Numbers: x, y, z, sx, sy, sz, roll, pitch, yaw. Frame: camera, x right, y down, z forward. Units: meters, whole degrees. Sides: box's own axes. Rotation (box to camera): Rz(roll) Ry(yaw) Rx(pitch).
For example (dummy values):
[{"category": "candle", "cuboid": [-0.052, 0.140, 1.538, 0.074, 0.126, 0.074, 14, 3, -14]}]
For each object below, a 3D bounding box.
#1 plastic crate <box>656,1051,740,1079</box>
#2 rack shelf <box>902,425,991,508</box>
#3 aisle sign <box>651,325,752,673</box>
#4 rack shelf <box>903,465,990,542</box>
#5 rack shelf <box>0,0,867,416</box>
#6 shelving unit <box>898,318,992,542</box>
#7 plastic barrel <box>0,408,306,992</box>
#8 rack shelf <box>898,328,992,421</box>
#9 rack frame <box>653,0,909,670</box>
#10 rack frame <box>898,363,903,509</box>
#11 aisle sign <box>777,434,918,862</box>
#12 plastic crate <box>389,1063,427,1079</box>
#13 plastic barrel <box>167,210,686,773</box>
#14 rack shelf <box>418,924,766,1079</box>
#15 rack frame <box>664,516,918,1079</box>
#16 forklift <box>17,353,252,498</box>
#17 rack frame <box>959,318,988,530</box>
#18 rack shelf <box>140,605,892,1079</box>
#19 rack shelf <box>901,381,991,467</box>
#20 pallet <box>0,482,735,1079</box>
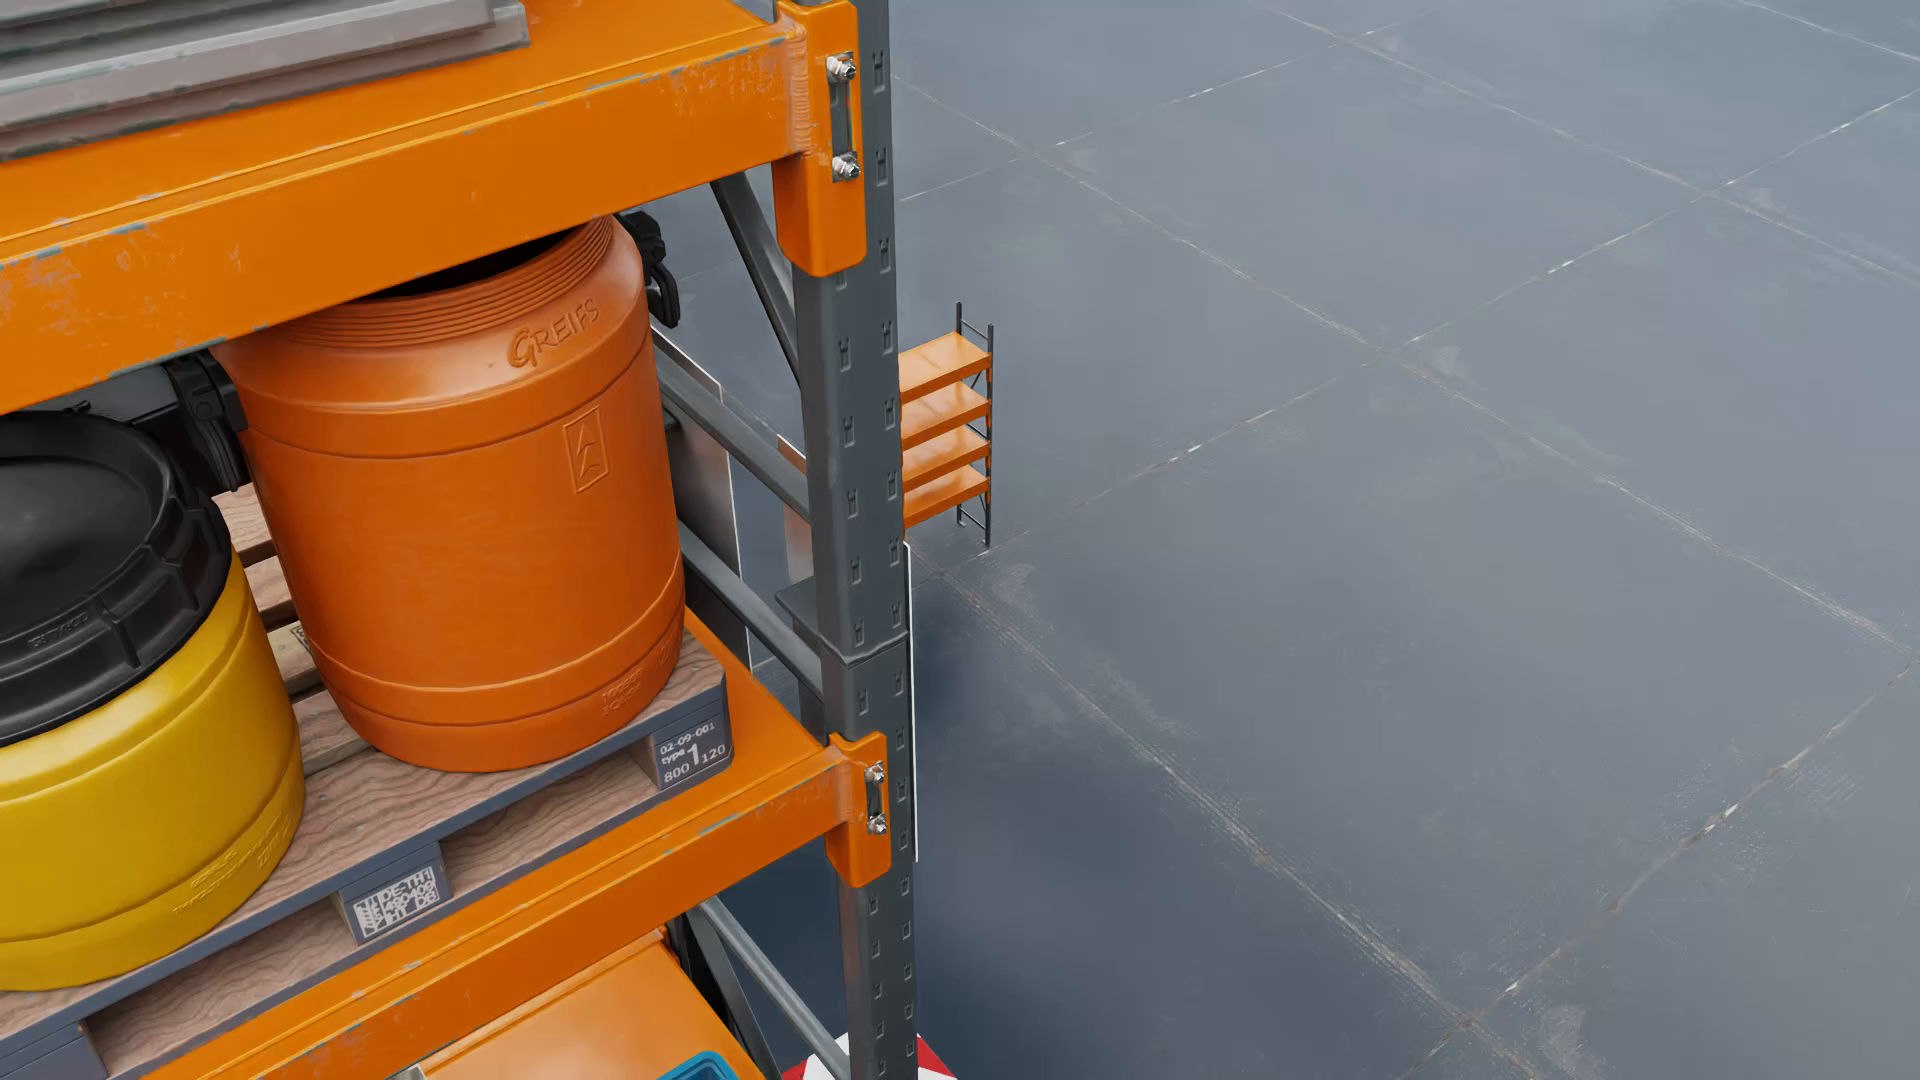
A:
[{"category": "plastic crate", "cuboid": [-0.655, 1.501, 3.672, 0.616, 0.251, 0.499, -26, 46, -28]}, {"category": "rack shelf", "cuboid": [-0.131, -0.348, 7.334, 0.480, 0.148, 0.258, -26, 46, -28]}, {"category": "aisle sign", "cuboid": [-0.562, -0.080, 3.433, 0.004, 0.787, 0.394, -26, 46, -28]}, {"category": "rack shelf", "cuboid": [-0.131, -0.194, 7.460, 0.480, 0.148, 0.258, -26, 46, -28]}, {"category": "rack shelf", "cuboid": [-2.027, -0.014, 1.554, 4.000, 0.370, 1.077, -26, 46, -28]}, {"category": "shelving unit", "cuboid": [-0.133, -0.399, 7.290, 0.499, 1.200, 0.258, -26, 46, -28]}, {"category": "plastic barrel", "cuboid": [-1.267, 0.210, 2.285, 0.600, 0.588, 0.600, 0, 39, 0]}, {"category": "rack shelf", "cuboid": [-0.131, -0.704, 7.042, 0.480, 0.148, 0.258, -26, 46, -28]}, {"category": "rack frame", "cuboid": [-0.441, -1.219, 2.141, 0.127, 3.000, 1.000, -26, 46, -28]}, {"category": "rack frame", "cuboid": [-0.325, -0.306, 7.176, 0.015, 1.200, 0.240, -26, 46, -28]}, {"category": "aisle sign", "cuboid": [-0.203, 0.216, 3.071, 0.004, 0.787, 0.394, -26, 46, -28]}, {"category": "plastic crate", "cuboid": [-1.346, 1.386, 3.903, 0.250, 0.136, 0.298, -26, 46, -28]}, {"category": "plastic barrel", "cuboid": [-0.749, -0.136, 2.517, 0.708, 0.830, 0.600, -26, 46, -28]}, {"category": "rack shelf", "cuboid": [-2.027, 2.151, 3.330, 4.000, 0.370, 1.077, -26, 46, -28]}, {"category": "rack frame", "cuboid": [-0.441, 1.100, 4.044, 0.127, 3.000, 1.000, -26, 46, -28]}, {"category": "forklift", "cuboid": [-9.440, -3.368, 9.545, 5.386, 2.935, 18.991, -30, 48, -31]}, {"category": "rack frame", "cuboid": [0.062, -0.495, 7.407, 0.006, 1.046, 0.228, -26, 46, -28]}, {"category": "rack shelf", "cuboid": [-2.027, 0.991, 2.379, 4.000, 0.370, 1.077, -26, 46, -28]}, {"category": "rack shelf", "cuboid": [-0.131, -0.521, 7.192, 0.480, 0.148, 0.258, -26, 46, -28]}, {"category": "pallet", "cuboid": [-1.156, 0.284, 2.823, 1.213, 0.211, 1.003, -26, 46, -28]}]
